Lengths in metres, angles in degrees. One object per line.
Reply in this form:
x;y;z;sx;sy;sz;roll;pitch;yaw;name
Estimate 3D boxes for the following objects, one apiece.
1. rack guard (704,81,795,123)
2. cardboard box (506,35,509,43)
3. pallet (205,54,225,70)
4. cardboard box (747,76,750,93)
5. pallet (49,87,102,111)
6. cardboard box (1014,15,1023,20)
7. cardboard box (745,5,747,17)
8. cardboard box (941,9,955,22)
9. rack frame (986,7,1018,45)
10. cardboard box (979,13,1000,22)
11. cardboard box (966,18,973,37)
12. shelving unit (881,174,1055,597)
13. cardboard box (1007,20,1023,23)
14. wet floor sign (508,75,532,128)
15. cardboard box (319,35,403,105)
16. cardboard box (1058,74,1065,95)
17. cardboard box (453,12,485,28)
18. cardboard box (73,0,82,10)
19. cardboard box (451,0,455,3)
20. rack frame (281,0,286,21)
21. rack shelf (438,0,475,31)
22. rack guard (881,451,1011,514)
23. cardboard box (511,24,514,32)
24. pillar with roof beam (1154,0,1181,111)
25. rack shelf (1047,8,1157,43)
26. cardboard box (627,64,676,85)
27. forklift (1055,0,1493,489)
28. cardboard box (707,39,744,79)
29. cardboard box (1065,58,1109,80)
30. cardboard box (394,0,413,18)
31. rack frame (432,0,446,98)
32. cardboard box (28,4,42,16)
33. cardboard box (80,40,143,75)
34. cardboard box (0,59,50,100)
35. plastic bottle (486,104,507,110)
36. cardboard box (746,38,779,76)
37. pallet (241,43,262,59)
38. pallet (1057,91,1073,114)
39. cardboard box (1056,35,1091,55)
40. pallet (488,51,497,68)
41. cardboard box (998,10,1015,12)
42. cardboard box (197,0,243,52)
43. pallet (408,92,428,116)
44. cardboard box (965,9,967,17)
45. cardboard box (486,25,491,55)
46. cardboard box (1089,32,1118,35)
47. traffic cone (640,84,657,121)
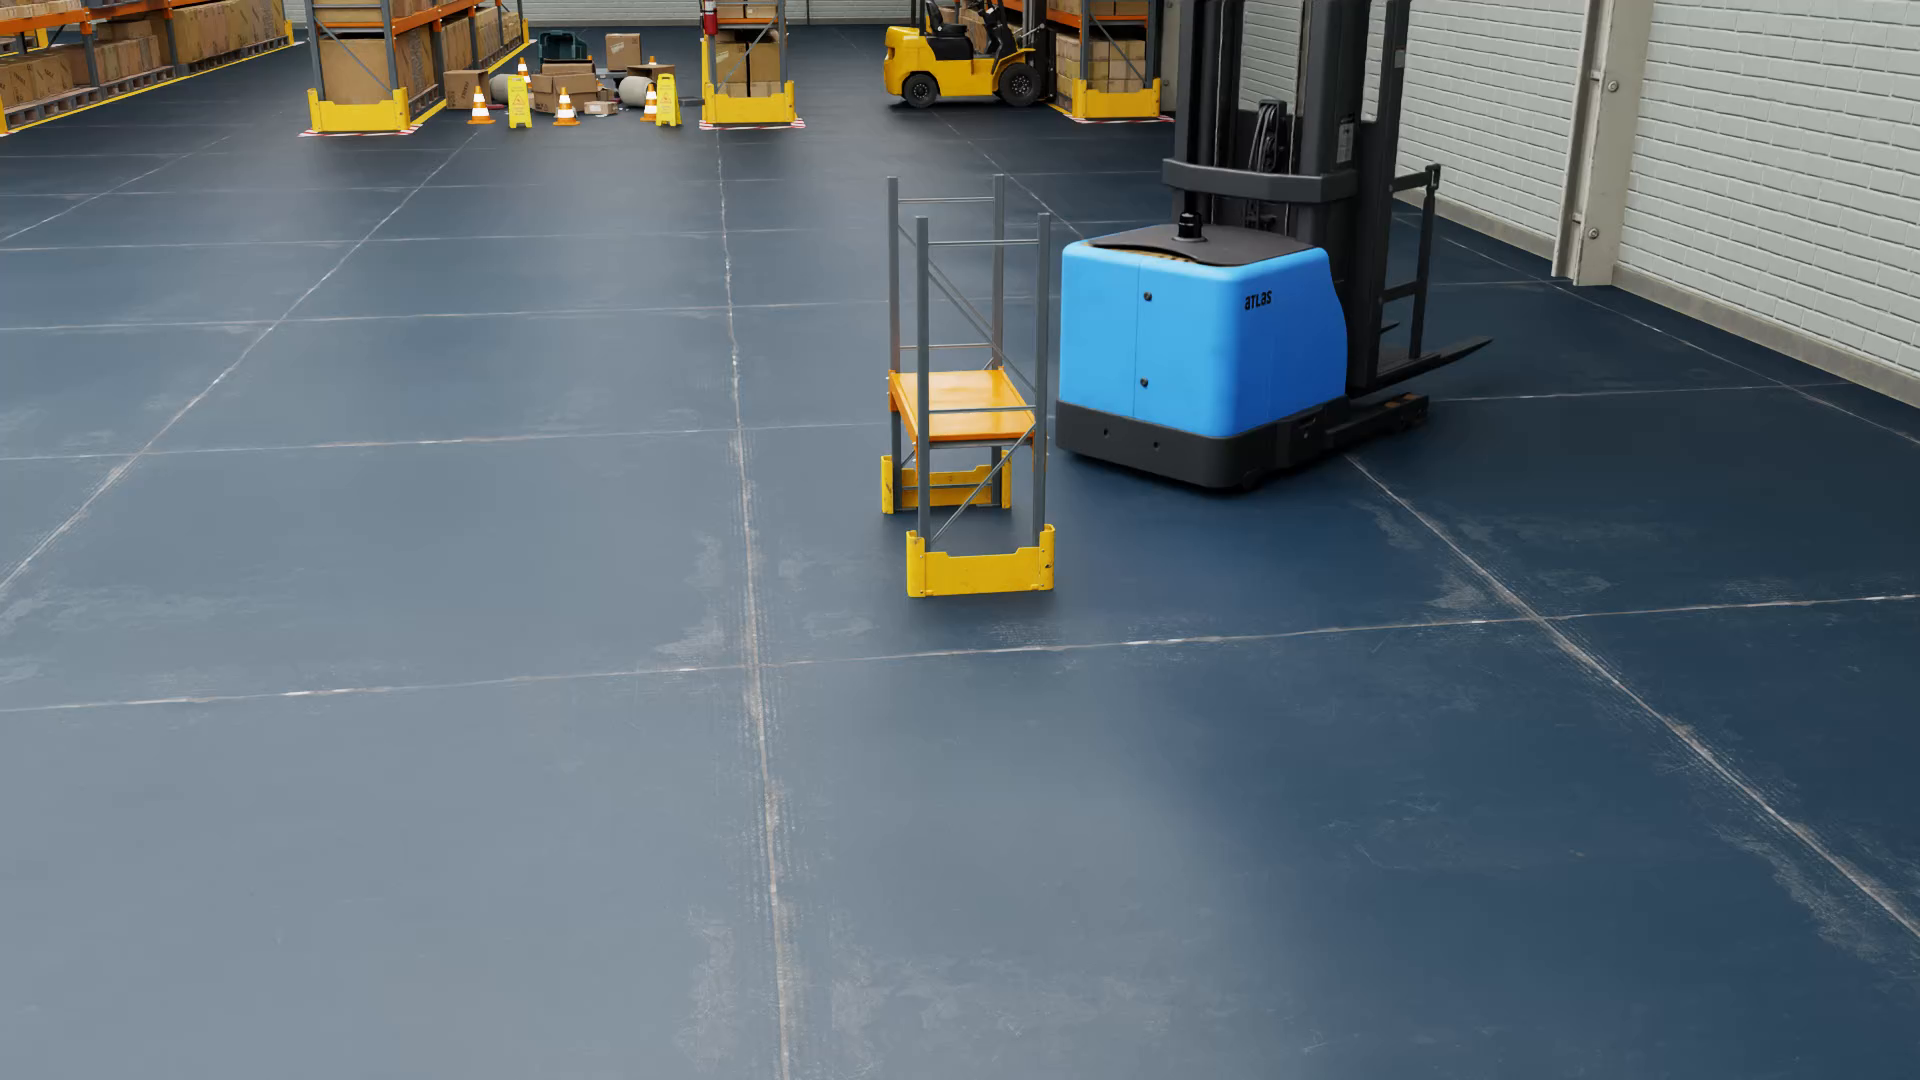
-2.793;-5.820;22.085;1.175;0.500;0.348;-3;21;-8;rack guard
-9.169;-9.931;32.992;0.380;0.149;0.250;-2;21;-6;cardboard box
-13.953;-8.627;30.013;1.003;0.211;1.213;-3;21;-8;pallet
-2.782;-6.532;23.748;0.500;0.250;0.500;-2;21;-4;cardboard box
-13.033;-6.313;23.817;1.003;0.211;1.213;-3;21;-8;pallet
1.198;-9.606;30.693;0.380;0.149;0.250;-2;21;-6;cardboard box
-2.677;-7.062;22.196;0.380;0.149;0.250;-3;21;-7;cardboard box
-0.121;-11.080;35.566;0.500;0.500;0.500;-3;21;-7;cardboard box
0.976;-9.987;29.667;1.000;3.000;0.127;-3;21;-8;rack frame
0.560;-9.841;31.322;0.380;0.149;0.250;-3;21;-9;cardboard box
0.401;-9.861;32.305;0.500;0.500;0.500;-4;21;-9;cardboard box
0.011;-0.676;6.883;0.587;1.500;1.083;-3;21;-8;shelving unit
1.052;-8.854;29.429;0.875;0.625;0.625;-2;21;-6;cardboard box
-5.702;-5.667;21.468;0.267;0.644;0.232;-7;21;-17;wet floor sign
-7.829;-6.113;21.733;0.875;0.875;0.875;-3;21;-7;cardboard box
1.687;-6.445;23.514;0.500;0.250;0.500;-3;21;-8;cardboard box
-8.752;-9.254;29.606;0.500;0.250;0.500;-3;21;-8;cardboard box
-12.843;-7.673;23.832;0.380;0.149;0.250;-3;21;-8;cardboard box
-8.195;-8.656;25.961;0.500;0.500;0.500;-3;21;-8;cardboard box
-14.895;-12.005;35.071;1.000;3.000;0.127;-3;21;-8;rack frame
-8.531;-8.421;26.503;1.077;0.370;4.000;-3;21;-8;rack shelf
-0.061;-0.263;7.563;0.587;0.250;0.087;-3;21;-8;rack guard
-9.364;-10.510;34.118;0.380;0.149;0.250;-3;21;-7;cardboard box
-1.339;-10.096;21.387;9.100;9.000;0.400;-3;21;-8;pillar with roof beam
1.841;-7.572;24.231;1.077;0.370;4.000;-3;21;-8;rack shelf
-4.551;-6.741;24.545;0.500;0.500;0.500;12;24;29;cardboard box
1.847;-2.040;8.490;1.130;2.935;3.031;18;27;40;forklift
-3.234;-6.670;23.045;0.500;0.500;0.500;-2;21;-6;cardboard box
1.750;-6.512;22.980;0.500;0.250;0.500;-3;21;-8;cardboard box
-7.821;-7.266;22.170;0.875;0.550;0.550;-3;21;-8;cardboard box
-8.242;-8.065;24.523;1.000;3.000;0.127;-3;21;-8;rack frame
-12.642;-7.153;22.439;0.380;0.149;0.250;-3;21;-8;cardboard box
-13.444;-7.652;26.360;0.700;0.500;0.500;-1;21;-3;cardboard box
-12.890;-6.326;22.840;0.500;0.500;0.500;-5;21;-13;cardboard box
-6.575;-6.137;23.561;0.283;0.061;0.133;-11;23;-26;plastic bottle
-2.708;-6.707;23.145;0.500;0.500;0.500;-4;21;-10;cardboard box
-14.351;-9.581;32.567;1.003;0.211;1.213;-3;21;-8;pallet
1.978;-6.173;23.442;1.003;0.211;1.213;-3;21;-8;pallet
1.592;-7.088;23.808;0.500;0.250;0.500;-3;21;-7;cardboard box
-9.103;-8.836;30.572;1.003;0.211;1.213;-3;21;-8;pallet
0.874;-10.228;32.360;0.380;0.149;0.250;-2;21;-6;cardboard box
-14.206;-9.601;31.071;1.225;0.875;0.875;-3;21;-8;cardboard box
-8.031;-6.068;23.162;1.003;0.211;1.213;-3;21;-8;pallet
0.304;-10.471;33.011;0.380;0.149;0.250;-3;21;-9;cardboard box
-8.823;-9.085;30.226;0.500;0.500;0.500;-3;21;-9;cardboard box
2.043;-7.294;24.359;0.500;0.250;0.500;-3;21;-9;cardboard box
-4.121;-5.860;22.246;0.336;0.463;0.334;-3;21;-8;traffic cone
